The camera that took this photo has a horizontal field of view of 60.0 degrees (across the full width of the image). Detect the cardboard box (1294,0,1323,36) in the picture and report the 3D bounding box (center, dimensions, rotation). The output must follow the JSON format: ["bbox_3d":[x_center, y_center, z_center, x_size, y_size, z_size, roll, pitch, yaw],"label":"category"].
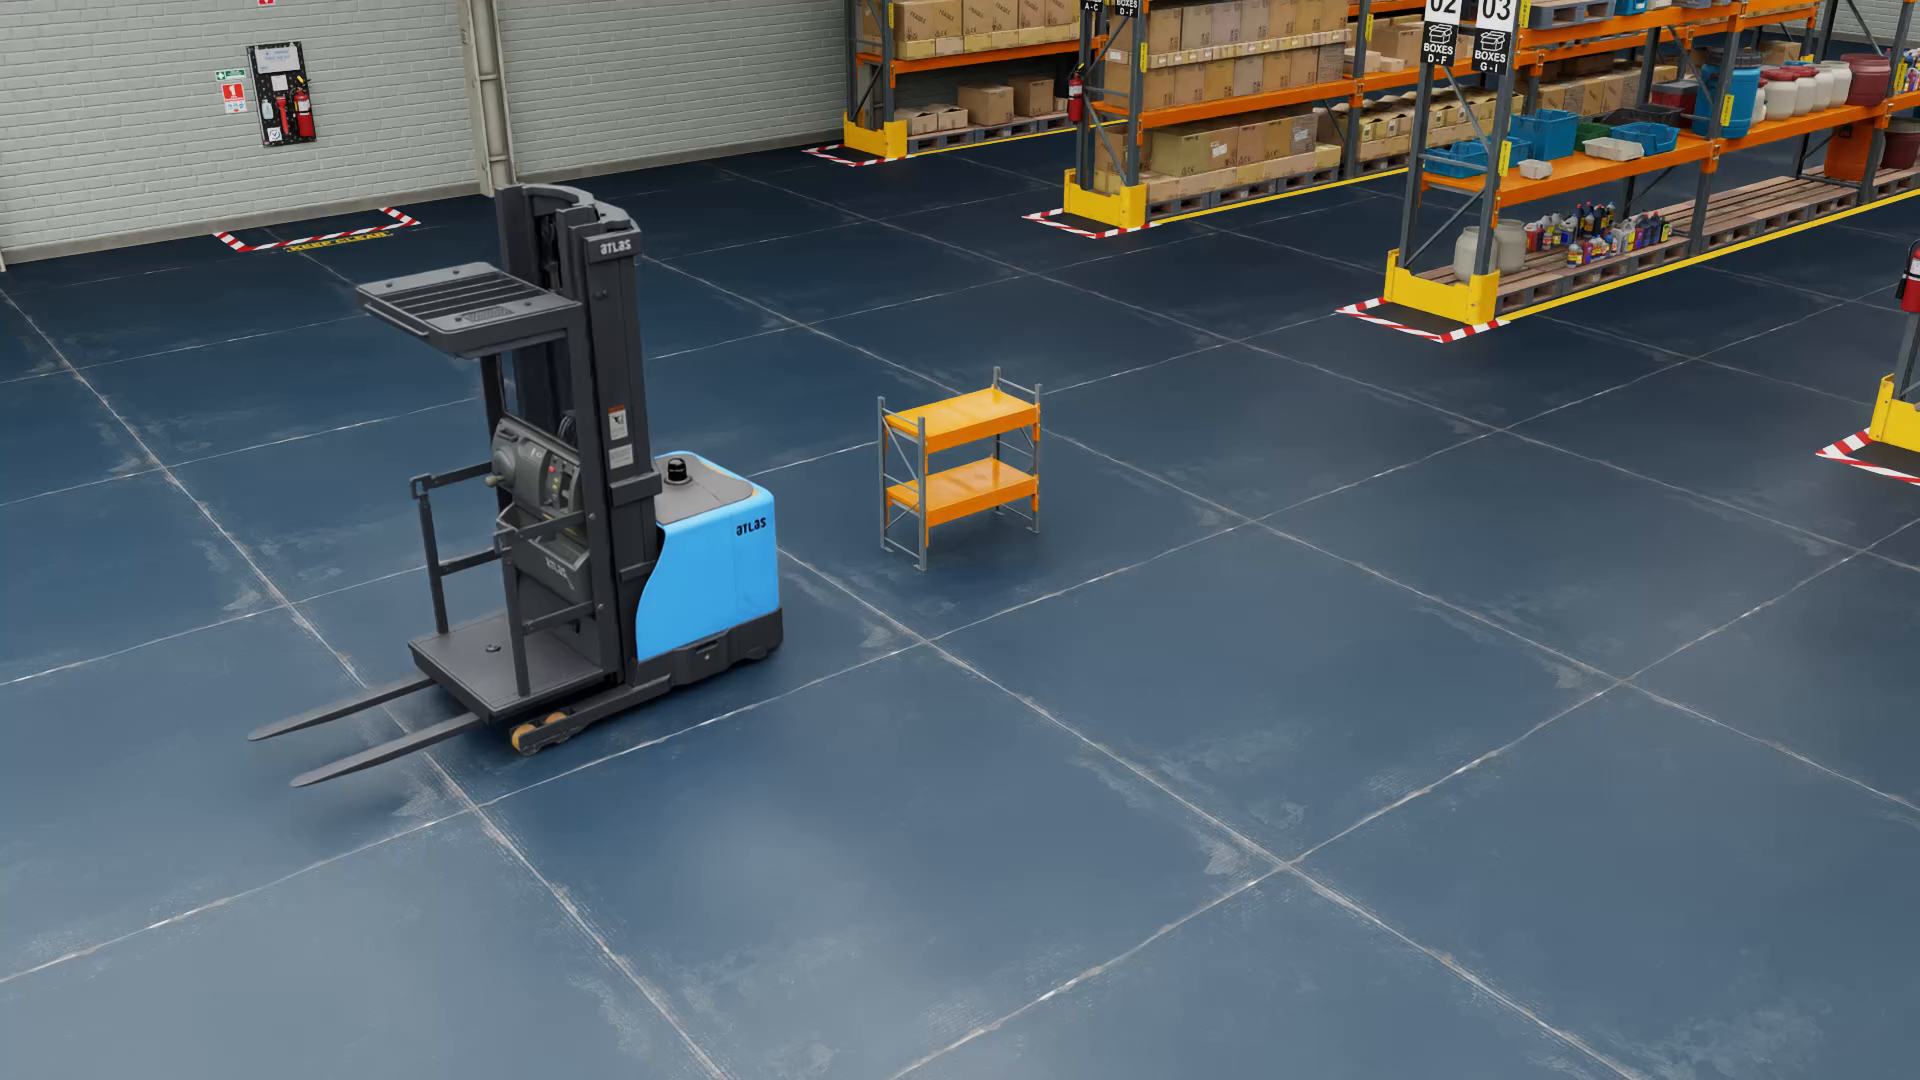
[{"bbox_3d":[4.185,-6.743,21.184,0.500,0.500,0.700,-18,31,-34],"label":"cardboard box"}]

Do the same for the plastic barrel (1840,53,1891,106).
[{"bbox_3d":[10.950,-5.596,20.211,0.708,0.536,0.600,-18,31,-34],"label":"plastic barrel"}]

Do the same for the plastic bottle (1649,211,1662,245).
[{"bbox_3d":[7.652,-3.452,18.375,0.185,0.351,0.144,-19,31,-35],"label":"plastic bottle"}]

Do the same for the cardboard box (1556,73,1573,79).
[{"bbox_3d":[9.074,-6.918,25.667,0.500,0.500,0.500,-20,31,-36],"label":"cardboard box"}]

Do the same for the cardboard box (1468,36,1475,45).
[{"bbox_3d":[7.252,-7.189,23.910,0.500,0.311,0.500,-19,31,-35],"label":"cardboard box"}]

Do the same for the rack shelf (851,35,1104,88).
[{"bbox_3d":[0.294,-7.153,24.580,4.000,0.370,1.077,-18,31,-34],"label":"rack shelf"}]

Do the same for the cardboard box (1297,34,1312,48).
[{"bbox_3d":[4.239,-6.355,21.119,0.250,0.149,0.380,-18,31,-34],"label":"cardboard box"}]

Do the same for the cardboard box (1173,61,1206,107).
[{"bbox_3d":[2.565,-5.620,20.304,0.500,0.500,0.700,-17,30,-33],"label":"cardboard box"}]

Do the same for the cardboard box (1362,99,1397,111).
[{"bbox_3d":[5.869,-6.022,23.391,0.500,0.311,0.500,-18,31,-34],"label":"cardboard box"}]

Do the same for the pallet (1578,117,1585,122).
[{"bbox_3d":[8.686,-6.314,25.231,1.213,0.211,1.003,-18,31,-34],"label":"pallet"}]

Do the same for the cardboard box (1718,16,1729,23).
[{"bbox_3d":[12.193,-8.658,26.851,0.500,0.500,0.500,-18,30,-33],"label":"cardboard box"}]

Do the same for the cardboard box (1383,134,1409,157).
[{"bbox_3d":[5.801,-5.457,22.839,0.500,0.250,0.500,-17,30,-33],"label":"cardboard box"}]

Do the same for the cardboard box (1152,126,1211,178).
[{"bbox_3d":[2.731,-4.799,20.531,0.500,0.500,0.500,-18,31,-34],"label":"cardboard box"}]

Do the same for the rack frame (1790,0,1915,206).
[{"bbox_3d":[11.129,-5.756,20.716,0.127,3.000,1.000,-18,31,-34],"label":"rack frame"}]

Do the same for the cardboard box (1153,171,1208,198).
[{"bbox_3d":[2.730,-4.459,20.690,0.500,0.250,0.500,-18,31,-34],"label":"cardboard box"}]

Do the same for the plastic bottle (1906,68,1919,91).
[{"bbox_3d":[12.033,-5.825,21.012,0.135,0.276,0.152,-18,31,-34],"label":"plastic bottle"}]

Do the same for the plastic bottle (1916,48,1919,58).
[{"bbox_3d":[12.948,-6.504,22.475,0.135,0.276,0.152,-18,31,-34],"label":"plastic bottle"}]

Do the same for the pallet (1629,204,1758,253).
[{"bbox_3d":[8.575,-3.668,19.531,1.213,0.211,1.003,-18,31,-34],"label":"pallet"}]

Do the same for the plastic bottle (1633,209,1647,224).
[{"bbox_3d":[7.563,-3.499,18.478,0.185,0.351,0.144,-18,31,-34],"label":"plastic bottle"}]

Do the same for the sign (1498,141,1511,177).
[{"bbox_3d":[5.169,-3.620,15.784,0.005,0.325,0.100,-18,31,-34],"label":"sign"}]

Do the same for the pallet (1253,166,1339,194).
[{"bbox_3d":[4.276,-4.901,22.186,1.213,0.211,1.003,-18,31,-34],"label":"pallet"}]

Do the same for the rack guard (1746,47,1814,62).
[{"bbox_3d":[14.310,-8.322,29.215,0.348,0.500,1.175,-18,31,-34],"label":"rack guard"}]

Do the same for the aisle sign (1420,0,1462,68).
[{"bbox_3d":[4.593,-4.936,15.862,0.004,0.787,0.394,-18,31,-34],"label":"aisle sign"}]

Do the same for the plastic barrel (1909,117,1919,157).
[{"bbox_3d":[12.781,-5.420,22.449,0.421,0.512,0.421,0,25,0],"label":"plastic barrel"}]

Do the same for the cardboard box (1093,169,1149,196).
[{"bbox_3d":[2.019,-4.500,20.777,0.500,0.250,0.500,-18,31,-34],"label":"cardboard box"}]

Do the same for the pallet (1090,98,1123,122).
[{"bbox_3d":[2.479,-6.936,26.572,1.213,0.211,1.003,-18,31,-34],"label":"pallet"}]

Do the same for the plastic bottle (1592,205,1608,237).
[{"bbox_3d":[7.179,-3.595,18.683,0.185,0.351,0.144,-18,31,-34],"label":"plastic bottle"}]

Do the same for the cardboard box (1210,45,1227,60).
[{"bbox_3d":[3.033,-5.958,20.263,0.250,0.149,0.380,-19,31,-36],"label":"cardboard box"}]

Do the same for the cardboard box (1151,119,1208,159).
[{"bbox_3d":[2.796,-5.105,21.191,0.500,0.500,0.500,-18,31,-34],"label":"cardboard box"}]

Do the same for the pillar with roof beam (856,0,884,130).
[{"bbox_3d":[1.393,-8.723,19.983,0.400,9.000,9.100,-18,31,-34],"label":"pillar with roof beam"}]

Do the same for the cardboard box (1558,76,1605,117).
[{"bbox_3d":[9.416,-6.753,25.312,0.500,0.500,0.500,-19,31,-35],"label":"cardboard box"}]

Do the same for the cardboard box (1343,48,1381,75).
[{"bbox_3d":[5.288,-6.433,22.353,0.500,0.250,0.500,-16,29,-31],"label":"cardboard box"}]

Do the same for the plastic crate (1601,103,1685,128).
[{"bbox_3d":[7.490,-4.594,18.287,0.504,0.338,0.767,-18,31,-34],"label":"plastic crate"}]

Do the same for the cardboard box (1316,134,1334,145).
[{"bbox_3d":[5.075,-5.505,22.944,0.500,0.250,0.500,-19,31,-35],"label":"cardboard box"}]

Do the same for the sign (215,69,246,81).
[{"bbox_3d":[-8.442,-5.385,19.246,0.331,0.109,0.001,-18,31,-34],"label":"sign"}]

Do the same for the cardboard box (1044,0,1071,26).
[{"bbox_3d":[1.297,-7.923,24.649,0.500,0.500,0.500,-18,31,-34],"label":"cardboard box"}]

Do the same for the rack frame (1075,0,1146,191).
[{"bbox_3d":[1.780,-5.319,19.776,0.127,3.000,1.000,-18,31,-34],"label":"rack frame"}]

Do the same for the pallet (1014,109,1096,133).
[{"bbox_3d":[1.361,-6.547,25.734,1.213,0.211,1.003,-18,31,-34],"label":"pallet"}]

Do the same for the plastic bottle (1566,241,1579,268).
[{"bbox_3d":[6.452,-3.007,17.512,0.097,0.271,0.097,0,25,0],"label":"plastic bottle"}]

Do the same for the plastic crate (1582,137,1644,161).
[{"bbox_3d":[6.859,-4.091,17.443,0.437,0.136,0.530,-18,31,-34],"label":"plastic crate"}]

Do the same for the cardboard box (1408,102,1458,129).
[{"bbox_3d":[6.615,-5.981,23.302,0.500,0.311,0.500,-17,30,-33],"label":"cardboard box"}]

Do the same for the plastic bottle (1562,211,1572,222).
[{"bbox_3d":[6.785,-3.534,18.632,0.133,0.283,0.061,-17,30,-32],"label":"plastic bottle"}]

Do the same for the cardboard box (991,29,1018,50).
[{"bbox_3d":[0.503,-7.322,24.246,0.500,0.250,0.500,-18,30,-34],"label":"cardboard box"}]

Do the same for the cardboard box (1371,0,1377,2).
[{"bbox_3d":[7.045,-9.475,29.004,0.250,0.149,0.380,-19,31,-35],"label":"cardboard box"}]

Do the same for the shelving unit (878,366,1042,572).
[{"bbox_3d":[0.005,-0.512,11.644,1.048,1.125,0.538,-18,31,-34],"label":"shelving unit"}]

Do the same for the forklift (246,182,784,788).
[{"bbox_3d":[-2.535,-0.378,9.209,3.031,2.935,1.130,-21,32,-37],"label":"forklift"}]

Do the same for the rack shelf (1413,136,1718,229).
[{"bbox_3d":[6.407,-3.871,17.509,4.000,0.370,1.077,-18,31,-34],"label":"rack shelf"}]

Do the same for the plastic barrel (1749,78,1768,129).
[{"bbox_3d":[8.869,-4.954,18.827,0.433,0.535,0.433,0,25,0],"label":"plastic barrel"}]

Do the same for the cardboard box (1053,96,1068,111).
[{"bbox_3d":[1.465,-6.764,25.731,0.380,0.166,0.250,22,33,39],"label":"cardboard box"}]

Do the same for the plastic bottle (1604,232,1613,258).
[{"bbox_3d":[6.960,-3.175,17.873,0.097,0.271,0.097,0,25,0],"label":"plastic bottle"}]

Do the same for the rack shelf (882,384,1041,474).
[{"bbox_3d":[0.005,-0.777,11.521,1.000,0.278,0.538,-18,31,-34],"label":"rack shelf"}]

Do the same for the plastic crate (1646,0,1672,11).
[{"bbox_3d":[6.967,-5.407,16.714,0.396,0.136,0.243,-18,31,-34],"label":"plastic crate"}]
